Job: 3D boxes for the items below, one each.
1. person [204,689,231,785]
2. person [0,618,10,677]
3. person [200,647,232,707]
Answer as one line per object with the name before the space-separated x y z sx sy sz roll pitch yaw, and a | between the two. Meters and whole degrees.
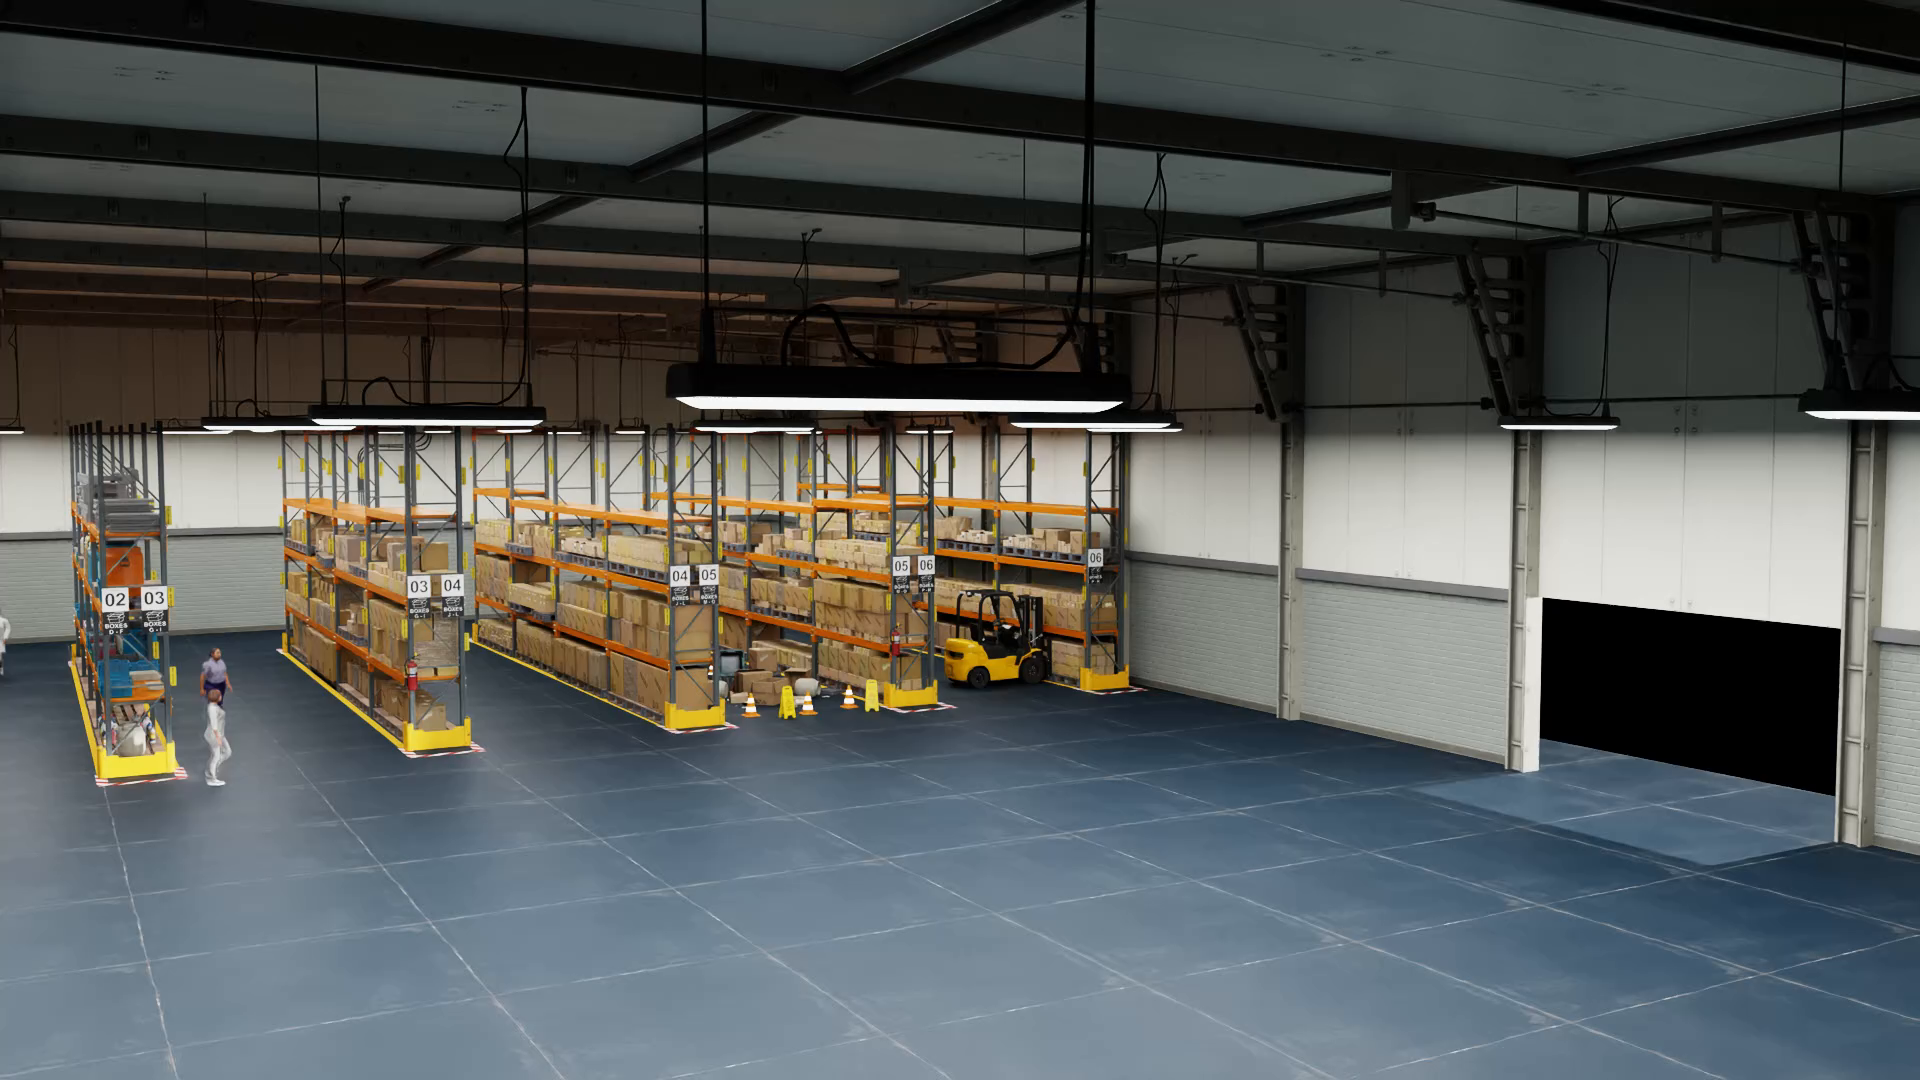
person | -12.193 3.224 27.219 0.414 1.589 0.391 -1 4 -11
person | -22.826 2.464 39.287 0.662 1.682 0.670 -1 4 -22
person | -14.502 2.903 32.419 0.920 1.630 0.554 3 5 42
